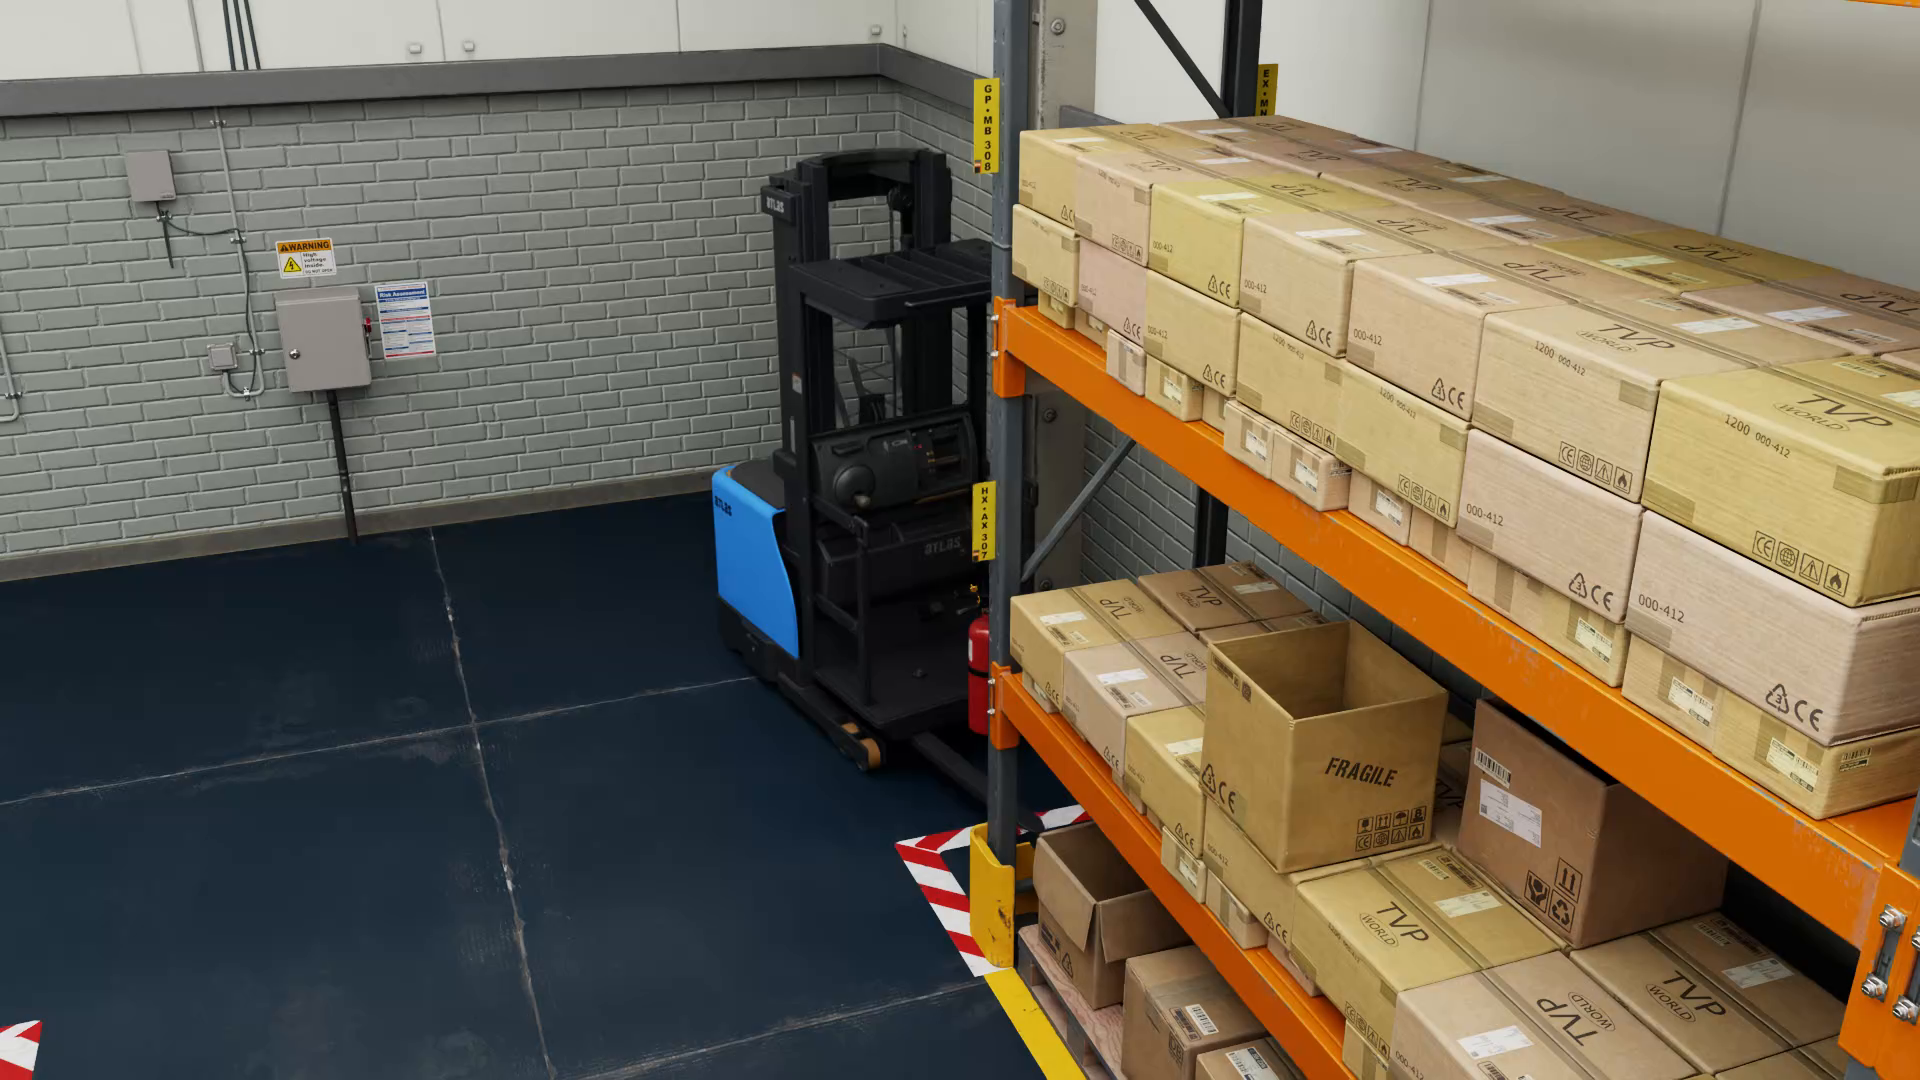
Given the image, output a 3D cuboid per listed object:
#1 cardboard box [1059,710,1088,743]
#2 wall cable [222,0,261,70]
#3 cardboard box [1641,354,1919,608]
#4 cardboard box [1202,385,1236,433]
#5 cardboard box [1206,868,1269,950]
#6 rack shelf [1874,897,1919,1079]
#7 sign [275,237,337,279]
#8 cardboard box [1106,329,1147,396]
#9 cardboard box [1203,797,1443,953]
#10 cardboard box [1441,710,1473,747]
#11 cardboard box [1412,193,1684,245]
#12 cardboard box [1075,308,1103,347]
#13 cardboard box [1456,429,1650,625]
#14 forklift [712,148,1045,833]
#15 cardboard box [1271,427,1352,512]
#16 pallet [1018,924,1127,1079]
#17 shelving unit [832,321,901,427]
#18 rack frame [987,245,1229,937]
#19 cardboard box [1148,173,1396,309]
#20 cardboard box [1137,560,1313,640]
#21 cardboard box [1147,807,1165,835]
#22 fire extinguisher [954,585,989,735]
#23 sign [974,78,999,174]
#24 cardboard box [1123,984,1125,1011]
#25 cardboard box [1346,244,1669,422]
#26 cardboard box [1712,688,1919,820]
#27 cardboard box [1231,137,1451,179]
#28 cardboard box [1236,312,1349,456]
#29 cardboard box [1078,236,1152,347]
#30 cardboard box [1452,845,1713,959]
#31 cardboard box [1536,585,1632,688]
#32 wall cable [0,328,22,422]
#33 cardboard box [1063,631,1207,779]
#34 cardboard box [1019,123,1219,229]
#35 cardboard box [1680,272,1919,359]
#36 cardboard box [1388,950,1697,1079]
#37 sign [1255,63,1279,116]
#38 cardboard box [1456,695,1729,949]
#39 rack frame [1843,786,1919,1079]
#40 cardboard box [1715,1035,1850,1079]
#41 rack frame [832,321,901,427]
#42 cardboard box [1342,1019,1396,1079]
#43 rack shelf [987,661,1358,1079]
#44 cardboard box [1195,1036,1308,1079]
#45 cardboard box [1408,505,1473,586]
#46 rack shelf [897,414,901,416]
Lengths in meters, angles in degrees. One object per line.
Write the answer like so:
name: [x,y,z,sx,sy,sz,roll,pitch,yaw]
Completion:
cardboard box: [0.597,0.612,6.259,0.380,0.149,0.250,-8,24,-18]
wall cable: [-2.987,-4.345,9.924,2.988,3.039,0.133,-8,24,-19]
cardboard box: [1.614,-0.124,2.987,0.500,0.250,0.500,-8,24,-19]
cardboard box: [0.927,-0.398,4.794,0.380,0.149,0.250,-9,24,-20]
cardboard box: [0.984,1.094,5.116,0.380,0.149,0.250,-8,24,-18]
rack shelf: [2.724,1.383,1.172,1.077,0.370,4.000,-8,24,-19]
sign: [-4.160,-1.793,10.580,0.339,0.242,0.001,-8,24,-19]
cardboard box: [0.683,-0.574,5.210,0.380,0.149,0.250,-8,24,-18]
cardboard box: [1.073,0.937,4.975,0.500,0.250,0.500,-9,24,-20]
cardboard box: [1.367,0.684,5.575,0.500,0.250,0.500,-8,24,-17]
cardboard box: [1.549,-0.744,4.457,0.500,0.250,0.500,-8,24,-19]
cardboard box: [0.616,-0.774,5.685,0.380,0.149,0.250,-8,24,-18]
cardboard box: [1.419,-0.072,3.507,0.500,0.250,0.500,-9,25,-21]
forklift: [-0.203,-0.384,8.388,1.130,2.935,3.031,-14,27,-30]
cardboard box: [1.042,-0.205,4.336,0.380,0.149,0.250,-8,24,-18]
pallet: [0.914,1.856,6.576,1.003,0.211,1.213,-8,24,-19]
shelving unit: [-0.421,-0.726,10.907,0.587,1.500,1.083,-21,27,-10]
rack frame: [0.604,0.253,6.787,1.000,3.000,0.127,-8,24,-19]
cardboard box: [0.878,-0.864,4.741,0.500,0.250,0.500,-9,24,-20]
cardboard box: [1.015,0.316,6.448,0.500,0.250,0.500,-8,24,-17]
cardboard box: [0.853,0.899,5.579,0.380,0.149,0.250,-8,24,-18]
fire extinguisher: [0.120,0.471,6.851,0.296,0.674,0.183,-8,24,-19]
sign: [0.097,-1.457,5.858,0.100,0.325,0.005,-8,24,-19]
cardboard box: [0.845,1.768,6.322,0.380,0.149,0.250,-9,25,-21]
cardboard box: [1.255,-0.493,3.861,0.500,0.250,0.500,-8,24,-18]
cardboard box: [1.614,0.350,3.019,0.380,0.149,0.250,-9,24,-19]
cardboard box: [1.205,-1.115,5.338,0.500,0.250,0.500,-9,25,-21]
cardboard box: [1.078,-0.444,4.389,0.500,0.250,0.500,-9,24,-20]
cardboard box: [0.704,-0.816,5.273,0.500,0.250,0.500,-8,24,-18]
cardboard box: [1.731,1.053,4.700,0.500,0.250,0.500,-8,24,-18]
cardboard box: [1.444,0.162,3.465,0.380,0.149,0.250,-8,24,-17]
wall cable: [-6.052,-1.593,9.818,0.585,1.953,0.123,-8,24,-19]
cardboard box: [0.691,0.570,5.845,0.500,0.250,0.500,-8,24,-18]
cardboard box: [0.526,-1.232,5.614,0.500,0.250,0.500,-9,24,-20]
cardboard box: [1.911,-0.379,3.591,0.500,0.250,0.500,-9,24,-20]
cardboard box: [1.418,1.307,4.097,0.500,0.250,0.500,-8,24,-19]
sign: [1.130,-1.606,6.196,0.100,0.325,0.005,-8,24,-19]
cardboard box: [1.740,0.716,4.535,0.500,0.500,0.500,-9,24,-20]
rack frame: [2.017,1.707,3.339,1.000,3.000,0.127,-8,24,-19]
cardboard box: [2.095,1.422,3.825,0.500,0.250,0.500,-9,24,-20]
rack frame: [-0.571,-0.910,11.346,0.500,1.500,0.032,-21,27,-10]
cardboard box: [1.258,1.370,4.460,0.380,0.149,0.250,-9,24,-20]
rack shelf: [1.311,1.311,5.203,1.077,0.370,4.000,-8,24,-19]
cardboard box: [1.090,1.969,5.395,0.500,0.500,0.500,-8,24,-18]
cardboard box: [1.294,-0.029,3.918,0.380,0.149,0.250,-8,24,-17]
rack shelf: [-0.373,-0.568,10.979,0.538,0.185,1.000,-21,27,-10]
